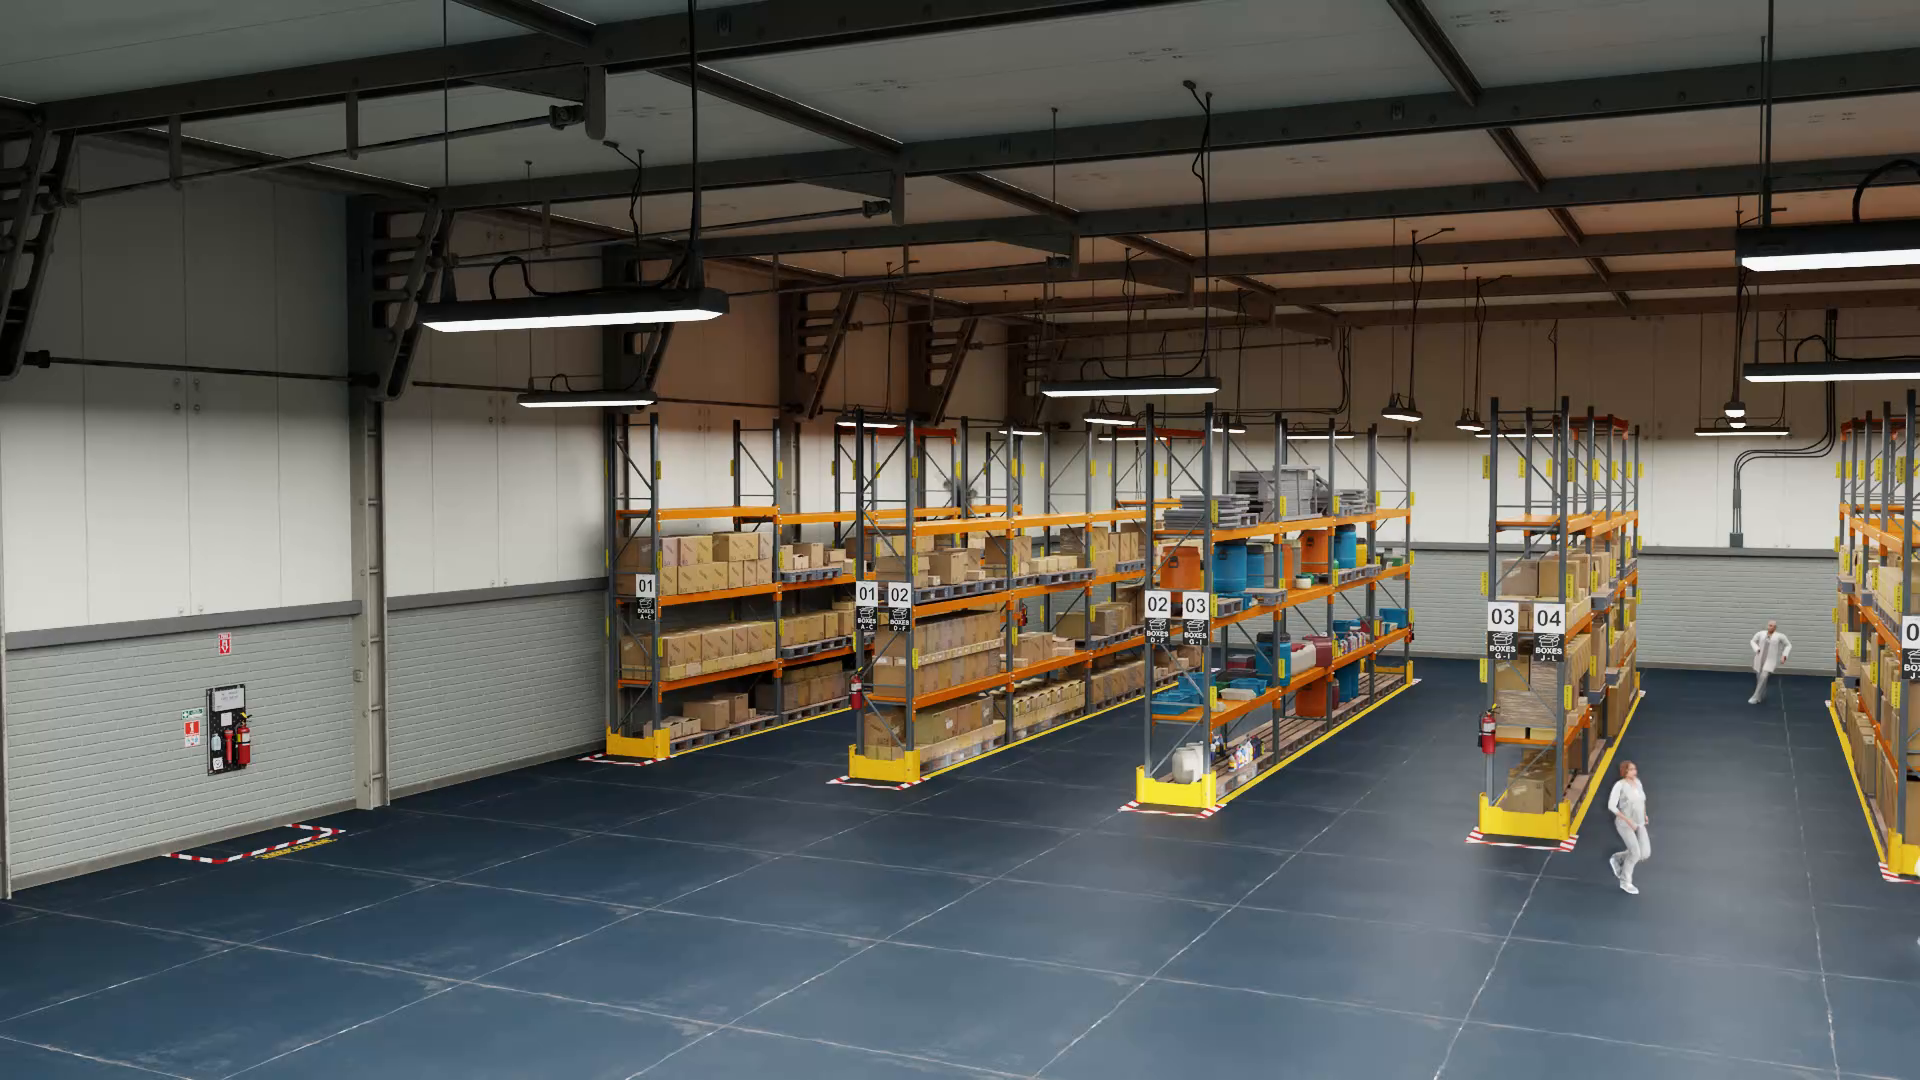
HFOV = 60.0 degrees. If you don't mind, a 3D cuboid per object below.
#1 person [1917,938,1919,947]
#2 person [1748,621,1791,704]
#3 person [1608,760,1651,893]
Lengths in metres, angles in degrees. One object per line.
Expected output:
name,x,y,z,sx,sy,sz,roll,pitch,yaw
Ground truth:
person,9.670,3.493,16.210,0.613,1.687,0.680,-1,3,-22
person,17.241,2.593,35.483,1.002,1.757,0.778,-2,3,-45
person,7.946,3.396,19.794,0.541,1.566,0.496,-1,3,-26
